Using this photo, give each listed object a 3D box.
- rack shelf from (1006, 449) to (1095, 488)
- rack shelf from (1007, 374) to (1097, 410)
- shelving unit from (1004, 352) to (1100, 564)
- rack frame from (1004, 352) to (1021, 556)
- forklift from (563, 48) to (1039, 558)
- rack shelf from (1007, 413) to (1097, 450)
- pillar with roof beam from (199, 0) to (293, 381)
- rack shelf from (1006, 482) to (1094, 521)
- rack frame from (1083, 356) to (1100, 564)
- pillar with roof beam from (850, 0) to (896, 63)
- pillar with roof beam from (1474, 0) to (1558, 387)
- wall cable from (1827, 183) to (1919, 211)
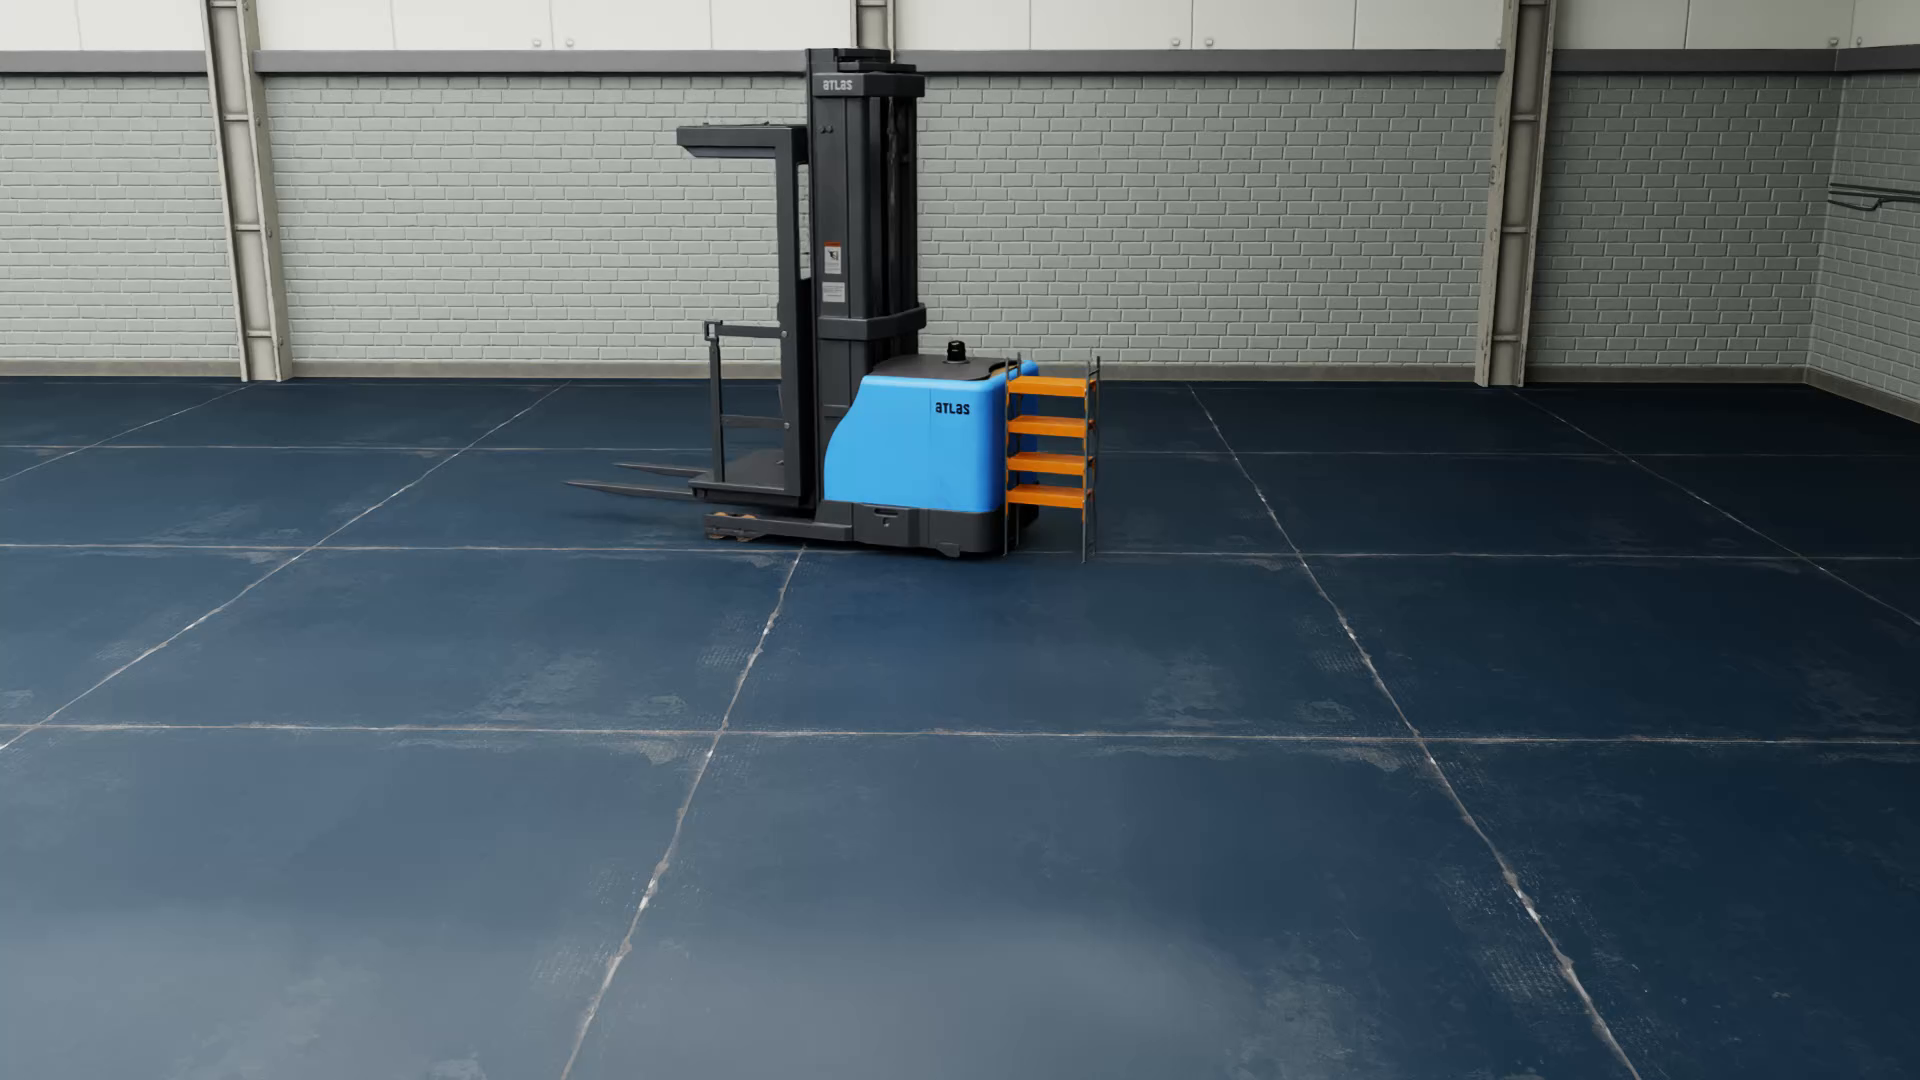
[{"bbox_3d":[0.543,-0.424,9.859,0.480,0.148,0.258,5,16,20],"label":"rack shelf"},{"bbox_3d":[0.543,-0.869,9.742,0.480,0.148,0.258,5,16,20],"label":"rack shelf"},{"bbox_3d":[0.543,-0.489,9.842,0.503,1.200,0.258,5,16,20],"label":"shelving unit"},{"bbox_3d":[0.314,-0.511,9.924,0.015,1.200,0.240,5,16,20],"label":"rack frame"},{"bbox_3d":[-1.068,-1.524,10.372,3.031,2.935,1.130,5,16,20],"label":"forklift"},{"bbox_3d":[0.543,-0.640,9.802,0.480,0.148,0.258,5,16,20],"label":"rack shelf"},{"bbox_3d":[-6.909,-4.838,11.036,0.400,9.000,9.100,0,15,1],"label":"pillar with roof beam"},{"bbox_3d":[0.543,-0.232,9.910,0.480,0.148,0.258,5,16,20],"label":"rack shelf"},{"bbox_3d":[0.772,-0.468,9.760,0.015,1.200,0.240,5,16,20],"label":"rack frame"},{"bbox_3d":[-0.911,-4.799,10.888,0.400,9.000,9.100,0,15,1],"label":"pillar with roof beam"},{"bbox_3d":[5.087,-4.760,10.740,0.400,9.000,9.100,0,15,1],"label":"pillar with roof beam"},{"bbox_3d":[8.109,-4.000,13.946,0.112,2.526,3.097,0,15,1],"label":"wall cable"}]
